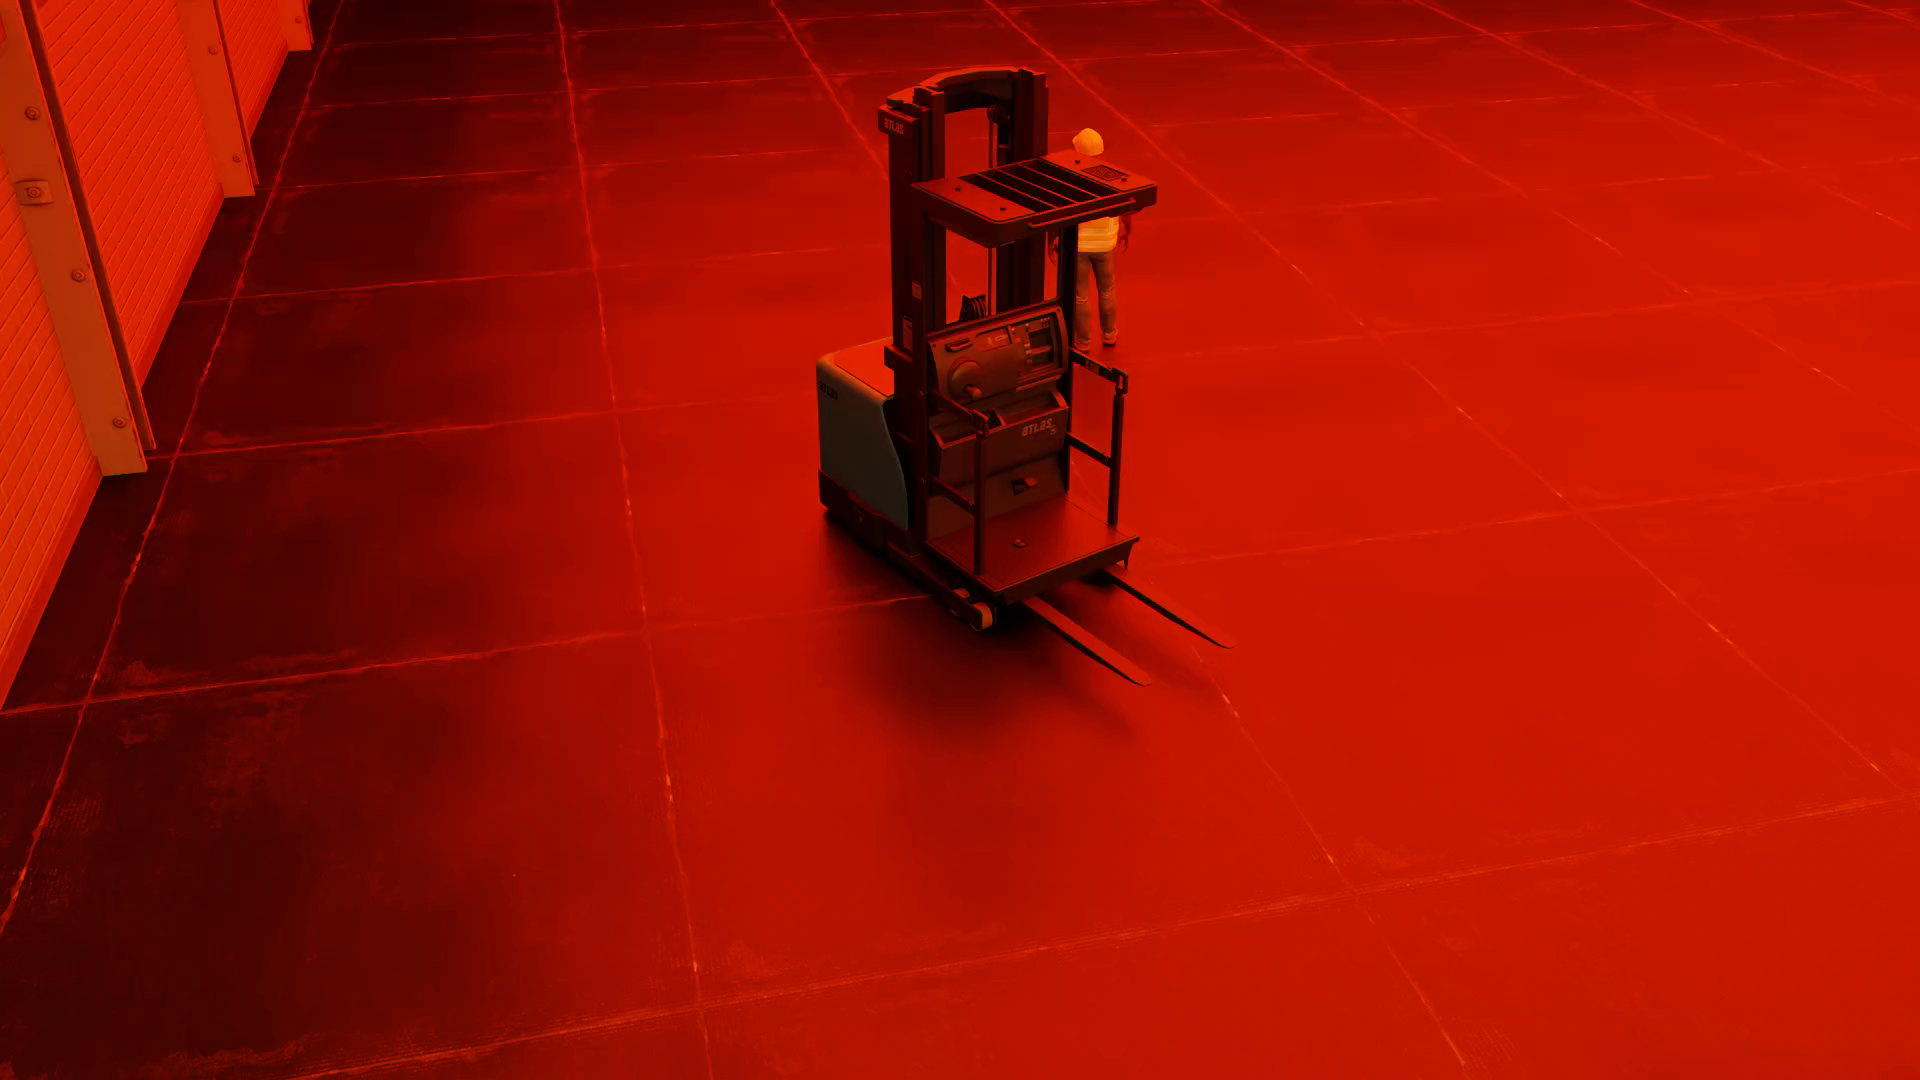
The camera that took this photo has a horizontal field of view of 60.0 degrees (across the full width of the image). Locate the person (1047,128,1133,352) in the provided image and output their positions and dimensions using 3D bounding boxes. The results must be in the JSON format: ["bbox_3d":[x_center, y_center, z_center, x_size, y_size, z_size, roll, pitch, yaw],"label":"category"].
[{"bbox_3d":[0.975,-2.301,12.697,0.665,1.768,0.575,-4,30,-7],"label":"person"}]

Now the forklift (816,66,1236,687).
[{"bbox_3d":[0.355,-1.021,9.338,1.130,2.935,3.031,-20,35,-30],"label":"forklift"}]
